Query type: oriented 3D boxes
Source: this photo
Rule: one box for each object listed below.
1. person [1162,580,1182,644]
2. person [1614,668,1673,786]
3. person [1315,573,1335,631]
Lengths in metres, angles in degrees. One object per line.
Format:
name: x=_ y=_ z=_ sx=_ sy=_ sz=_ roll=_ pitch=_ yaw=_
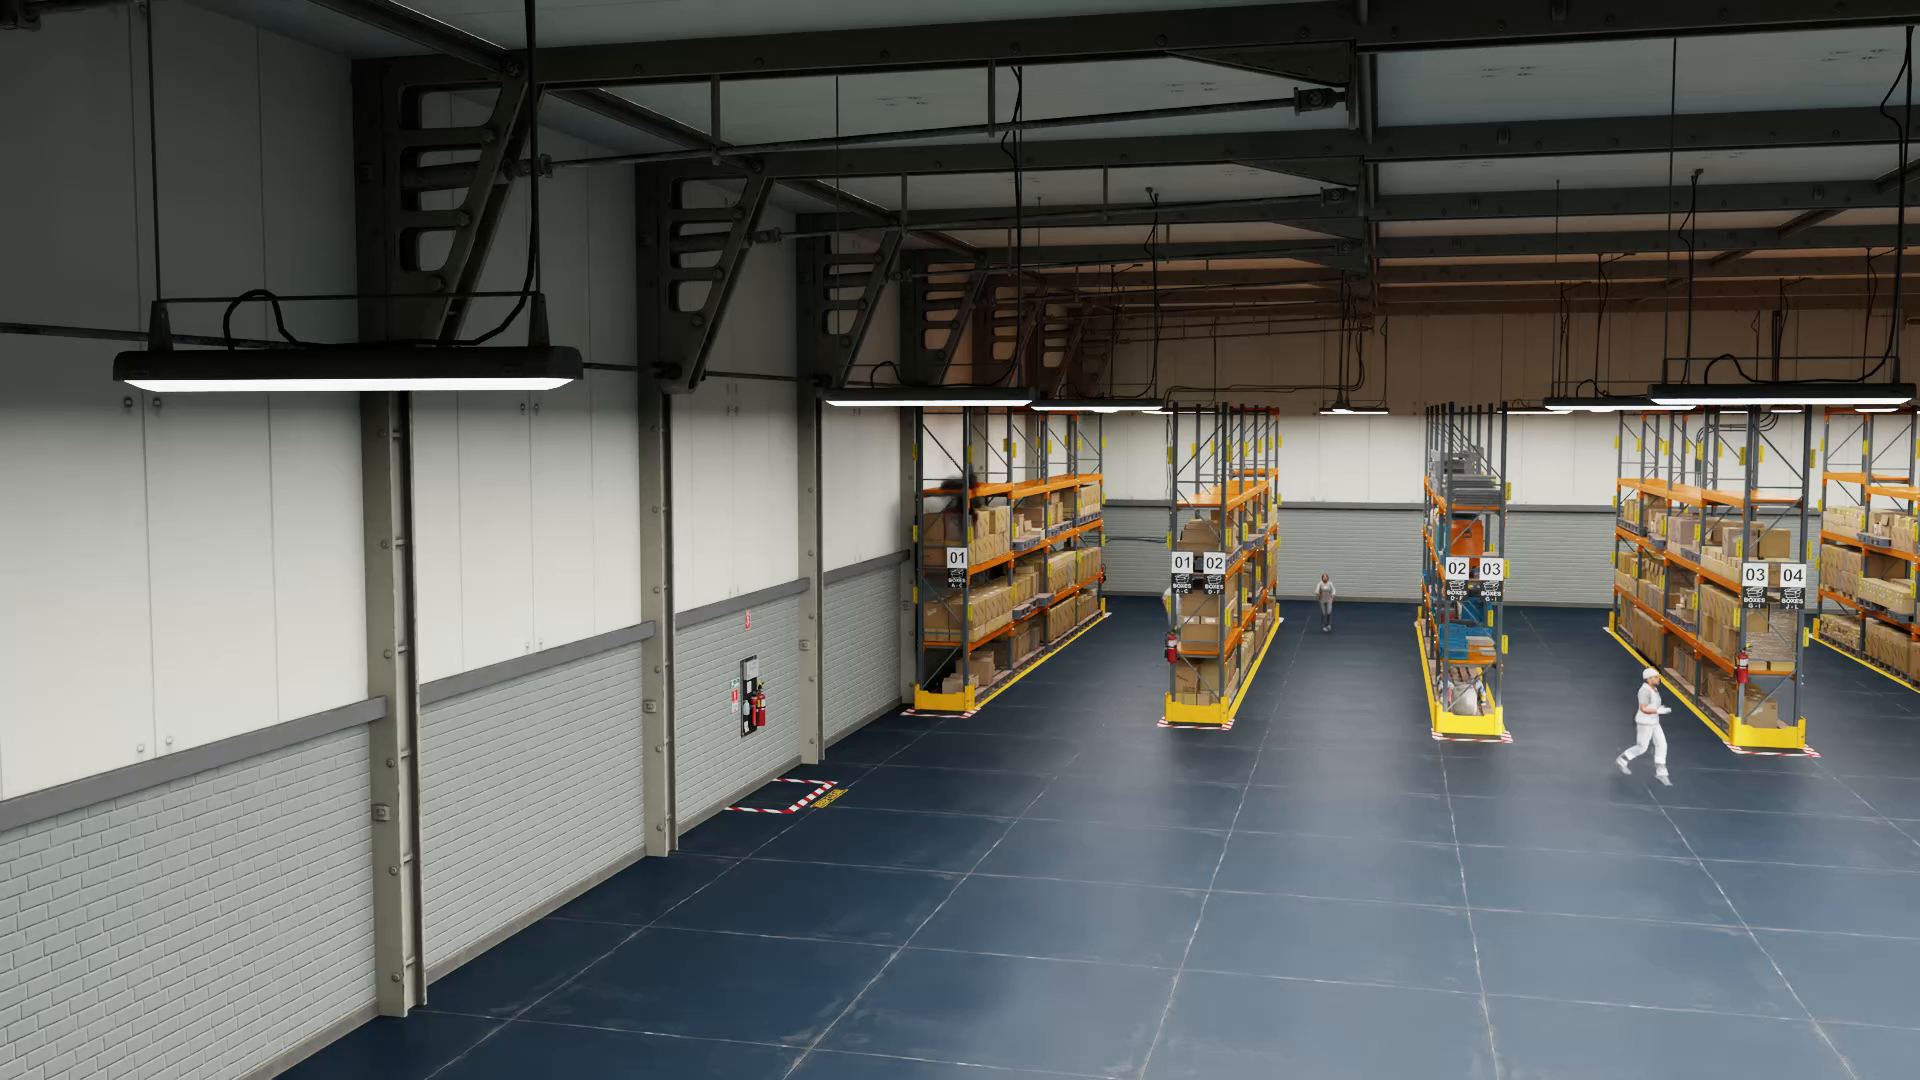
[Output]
person: x=5.360 y=1.808 z=41.359 sx=0.677 sy=1.744 sz=0.592 roll=1 pitch=4 yaw=17
person: x=10.742 y=2.918 z=26.080 sx=0.912 sy=1.849 sz=0.690 roll=4 pitch=6 yaw=40
person: x=9.719 y=1.672 z=44.264 sx=0.532 sy=1.541 sz=0.603 roll=1 pitch=4 yaw=11
